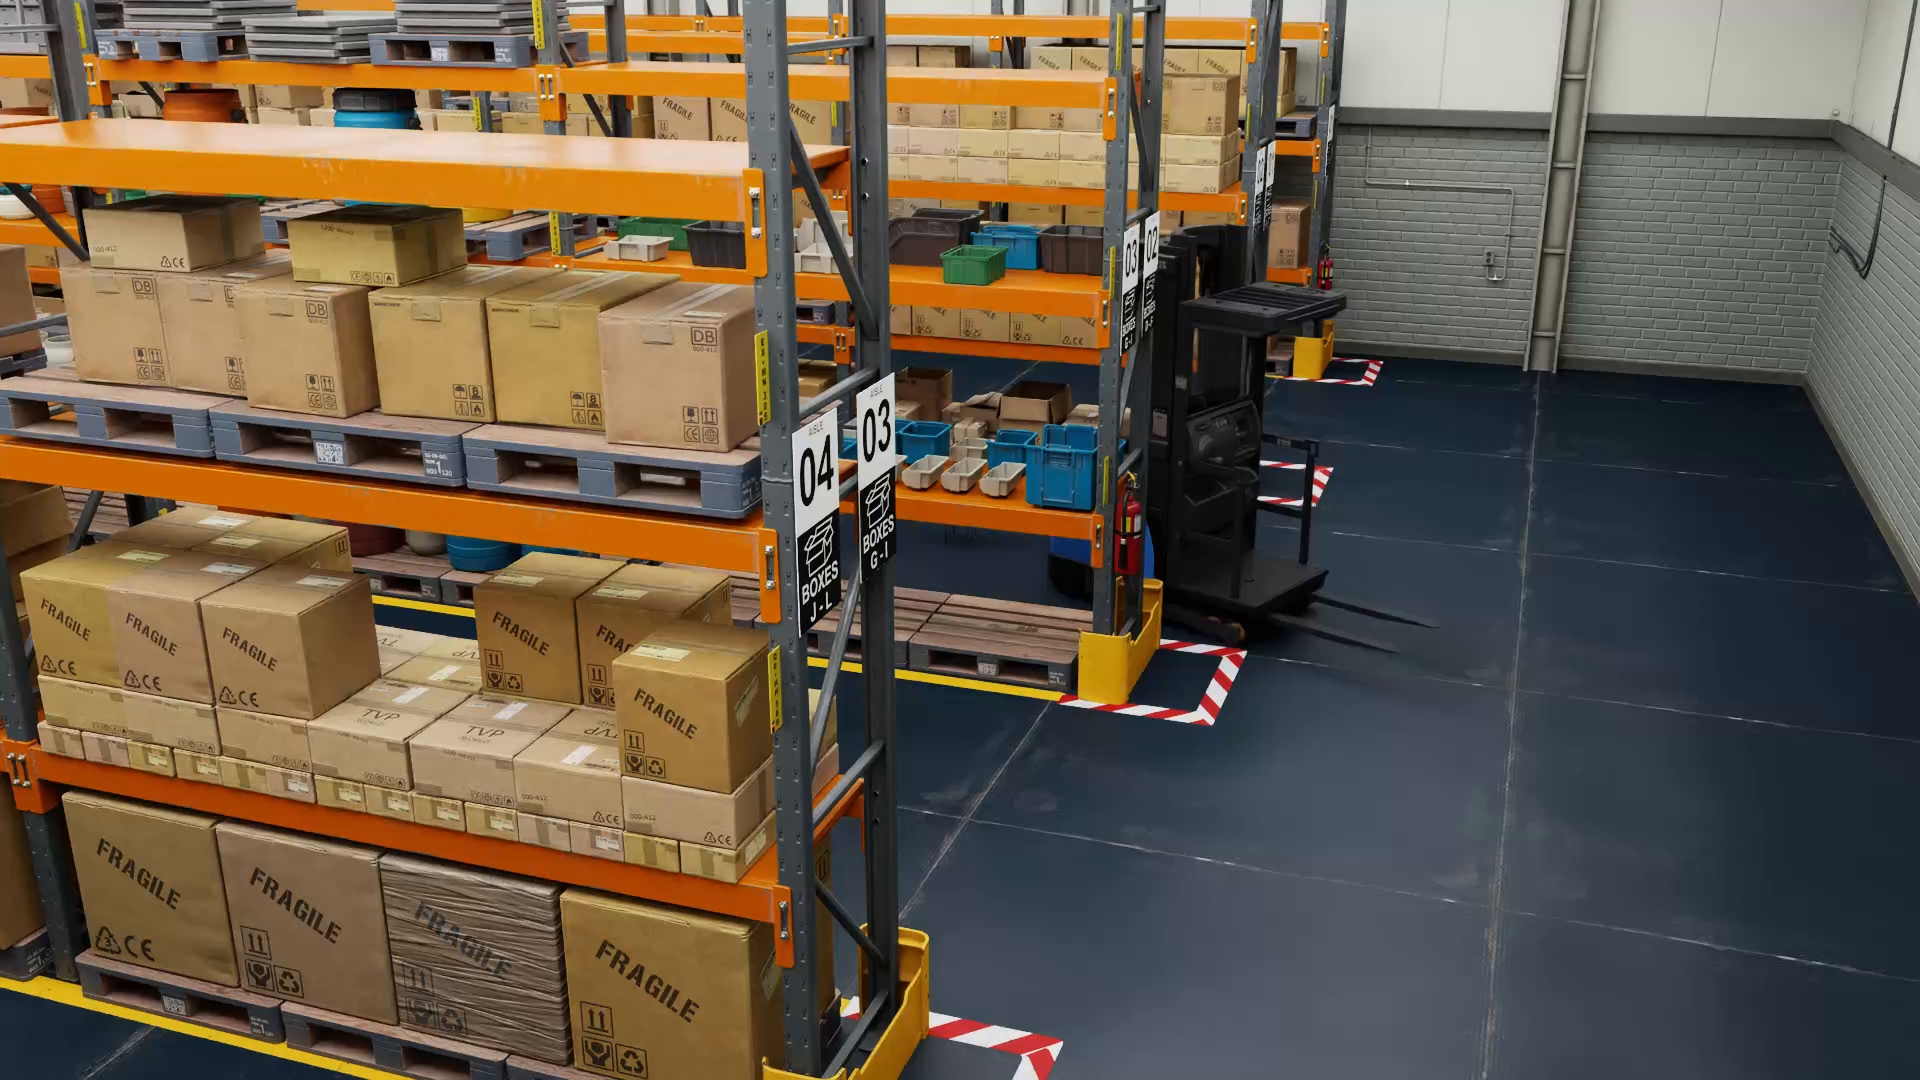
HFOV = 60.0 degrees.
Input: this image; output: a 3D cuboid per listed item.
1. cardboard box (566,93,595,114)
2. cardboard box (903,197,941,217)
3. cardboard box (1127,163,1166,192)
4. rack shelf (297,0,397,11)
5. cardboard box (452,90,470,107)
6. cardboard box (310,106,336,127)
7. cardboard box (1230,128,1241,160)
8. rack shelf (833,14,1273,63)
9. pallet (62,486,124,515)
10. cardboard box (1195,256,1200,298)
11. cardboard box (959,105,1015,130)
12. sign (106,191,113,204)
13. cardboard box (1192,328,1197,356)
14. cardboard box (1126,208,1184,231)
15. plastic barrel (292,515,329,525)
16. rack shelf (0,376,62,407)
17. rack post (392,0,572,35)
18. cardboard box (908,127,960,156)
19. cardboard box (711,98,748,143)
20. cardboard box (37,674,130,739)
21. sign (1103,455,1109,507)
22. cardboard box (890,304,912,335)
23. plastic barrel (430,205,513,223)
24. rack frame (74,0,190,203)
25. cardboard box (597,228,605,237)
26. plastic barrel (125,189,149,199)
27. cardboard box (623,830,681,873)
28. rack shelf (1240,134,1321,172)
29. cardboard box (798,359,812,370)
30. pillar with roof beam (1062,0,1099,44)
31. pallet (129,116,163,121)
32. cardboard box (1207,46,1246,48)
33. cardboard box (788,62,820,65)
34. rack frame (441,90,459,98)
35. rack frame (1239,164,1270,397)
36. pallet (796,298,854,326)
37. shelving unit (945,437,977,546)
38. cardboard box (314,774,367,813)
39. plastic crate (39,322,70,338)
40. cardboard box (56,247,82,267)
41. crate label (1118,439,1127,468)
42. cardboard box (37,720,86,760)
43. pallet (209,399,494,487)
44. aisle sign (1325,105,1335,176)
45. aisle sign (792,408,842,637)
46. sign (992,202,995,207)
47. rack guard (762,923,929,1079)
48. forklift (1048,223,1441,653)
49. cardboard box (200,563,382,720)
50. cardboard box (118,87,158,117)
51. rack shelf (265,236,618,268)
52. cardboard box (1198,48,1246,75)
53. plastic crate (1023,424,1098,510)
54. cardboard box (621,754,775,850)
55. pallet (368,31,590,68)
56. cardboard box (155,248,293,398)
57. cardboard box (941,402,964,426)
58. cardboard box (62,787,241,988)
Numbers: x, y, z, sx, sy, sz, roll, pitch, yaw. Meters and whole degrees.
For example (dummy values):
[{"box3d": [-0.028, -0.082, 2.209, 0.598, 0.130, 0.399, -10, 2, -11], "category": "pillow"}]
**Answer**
[{"box3d": [-3.915, -4.718, 17.327, 0.500, 0.500, 0.500, 7, 20, 18], "category": "cardboard box"}, {"box3d": [-0.410, -4.216, 21.479, 0.500, 0.500, 0.500, 7, 20, 19], "category": "cardboard box"}, {"box3d": [1.710, -3.399, 15.441, 0.500, 0.250, 0.500, 7, 20, 18], "category": "cardboard box"}, {"box3d": [-8.852, -7.567, 23.711, 4.000, 0.370, 1.077, 7, 20, 18], "category": "rack shelf"}, {"box3d": [-7.343, -6.464, 23.823, 0.500, 0.500, 0.500, 7, 20, 20], "category": "cardboard box"}, {"box3d": [-6.799, -4.637, 18.354, 0.500, 0.250, 0.500, 5, 20, 13], "category": "cardboard box"}, {"box3d": [2.350, -3.741, 15.661, 0.500, 0.250, 0.500, 7, 20, 18], "category": "cardboard box"}, {"box3d": [0.861, -4.730, 15.572, 4.000, 0.370, 1.077, 7, 20, 18], "category": "rack shelf"}, {"box3d": [-8.303, -0.258, 14.996, 1.213, 0.211, 1.003, 7, 20, 18], "category": "pallet"}, {"box3d": [2.239, -2.504, 15.533, 0.500, 0.500, 0.500, 6, 20, 18], "category": "cardboard box"}, {"box3d": [0.344, -4.199, 15.838, 0.500, 0.500, 0.700, 7, 20, 18], "category": "cardboard box"}, {"box3d": [-6.610, -2.542, 12.914, 0.005, 0.325, 0.100, 7, 20, 18], "category": "sign"}, {"box3d": [2.238, -2.033, 15.701, 0.500, 0.500, 0.500, 7, 20, 20], "category": "cardboard box"}, {"box3d": [2.479, -3.917, 20.801, 0.700, 0.700, 0.980, 6, 20, 15], "category": "cardboard box"}, {"box3d": [-5.405, -0.290, 13.992, 0.421, 0.512, 0.421, 0, 19, 0], "category": "plastic barrel"}, {"box3d": [-6.172, -0.668, 8.470, 4.000, 0.370, 1.077, 7, 20, 18], "category": "rack shelf"}, {"box3d": [-3.443, -3.813, 11.957, 0.954, 0.300, 0.937, 6, 20, 17], "category": "rack post"}, {"box3d": [-0.178, -3.853, 15.984, 0.500, 0.250, 0.500, 7, 20, 18], "category": "cardboard box"}, {"box3d": [-2.119, -4.306, 16.874, 0.600, 0.600, 0.600, 6, 20, 17], "category": "cardboard box"}, {"box3d": [-3.925, 0.688, 7.822, 0.500, 0.250, 0.500, 6, 20, 17], "category": "cardboard box"}, {"box3d": [0.956, -0.387, 10.881, 0.005, 0.325, 0.100, 7, 20, 18], "category": "sign"}, {"box3d": [-0.636, -2.362, 16.643, 0.500, 0.500, 0.500, 7, 20, 19], "category": "cardboard box"}, {"box3d": [-3.586, -2.654, 12.152, 0.600, 0.588, 0.600, 0, 19, 0], "category": "plastic barrel"}, {"box3d": [-6.436, -4.180, 12.896, 0.127, 3.000, 1.000, 7, 20, 18], "category": "rack frame"}, {"box3d": [-4.175, -3.099, 18.120, 0.500, 0.500, 0.700, 0, 19, 0], "category": "cardboard box"}, {"box3d": [-6.686, -2.701, 13.446, 0.294, 0.245, 0.294, 0, 19, 0], "category": "plastic barrel"}, {"box3d": [-1.195, 1.212, 6.923, 0.250, 0.149, 0.380, 7, 20, 19], "category": "cardboard box"}, {"box3d": [2.483, -4.856, 20.485, 4.000, 0.370, 1.077, 7, 20, 18], "category": "rack shelf"}, {"box3d": [-1.913, -1.664, 17.922, 0.500, 0.500, 0.500, 7, 20, 19], "category": "cardboard box"}, {"box3d": [0.126, -5.683, 17.208, 0.400, 9.000, 9.100, 7, 20, 18], "category": "pillar with roof beam"}, {"box3d": [-9.399, -4.777, 19.302, 1.213, 0.211, 1.003, 7, 20, 18], "category": "pallet"}, {"box3d": [3.265, -5.722, 20.175, 0.500, 0.500, 0.500, 6, 20, 17], "category": "cardboard box"}, {"box3d": [-2.190, -6.023, 21.921, 0.500, 0.500, 0.700, 5, 20, 15], "category": "cardboard box"}, {"box3d": [-6.963, -7.692, 22.972, 0.127, 3.000, 1.000, 7, 20, 18], "category": "rack frame"}, {"box3d": [2.750, -2.022, 15.821, 0.127, 3.000, 1.000, 7, 20, 18], "category": "rack frame"}, {"box3d": [-1.747, -2.484, 17.437, 1.213, 0.211, 1.003, 7, 20, 18], "category": "pallet"}, {"box3d": [0.008, -0.424, 14.426, 0.210, 0.900, 0.258, 7, 20, 18], "category": "shelving unit"}, {"box3d": [-2.639, 1.047, 7.397, 0.250, 0.149, 0.380, 6, 20, 16], "category": "cardboard box"}, {"box3d": [-7.862, -1.647, 14.646, 0.583, 0.464, 0.402, 7, 20, 18], "category": "plastic crate"}, {"box3d": [-10.464, -3.577, 20.129, 0.500, 0.500, 0.700, 7, 20, 20], "category": "cardboard box"}, {"box3d": [0.996, -0.561, 11.792, 0.303, 0.233, 0.416, 7, 20, 18], "category": "crate label"}, {"box3d": [-4.113, 0.879, 7.879, 0.250, 0.149, 0.380, 7, 20, 18], "category": "cardboard box"}, {"box3d": [-2.365, -0.525, 7.104, 1.213, 0.211, 1.003, 7, 20, 18], "category": "pallet"}, {"box3d": [4.342, -4.690, 19.523, 0.004, 0.787, 0.394, 7, 20, 18], "category": "aisle sign"}, {"box3d": [-0.535, -0.069, 6.268, 0.004, 0.787, 0.394, 7, 20, 18], "category": "aisle sign"}, {"box3d": [0.425, -4.335, 20.816, 0.005, 0.325, 0.100, 7, 20, 18], "category": "sign"}, {"box3d": [-0.482, 2.240, 7.390, 0.348, 0.500, 1.175, 7, 20, 18], "category": "rack guard"}, {"box3d": [2.149, -0.797, 12.410, 3.031, 2.935, 1.130, 16, 25, 38], "category": "forklift"}, {"box3d": [-2.959, 0.443, 7.385, 0.500, 0.500, 0.500, 6, 20, 16], "category": "cardboard box"}, {"box3d": [-9.485, -5.152, 19.527, 0.500, 0.311, 0.500, 5, 20, 15], "category": "cardboard box"}, {"box3d": [-4.547, -2.208, 12.888, 4.000, 0.370, 1.077, 7, 20, 18], "category": "rack shelf"}, {"box3d": [3.122, -5.560, 19.711, 0.500, 0.500, 0.500, 7, 20, 20], "category": "cardboard box"}, {"box3d": [0.744, -0.506, 11.325, 0.499, 0.435, 0.616, 7, 20, 18], "category": "plastic crate"}, {"box3d": [-1.049, 1.018, 6.875, 0.500, 0.250, 0.500, 6, 20, 17], "category": "cardboard box"}, {"box3d": [-3.449, -3.549, 11.982, 1.213, 0.211, 1.003, 7, 20, 18], "category": "pallet"}, {"box3d": [-3.017, -0.959, 7.270, 0.500, 0.500, 0.700, 8, 21, 21], "category": "cardboard box"}, {"box3d": [-0.023, -1.321, 17.471, 0.250, 0.149, 0.380, 7, 20, 18], "category": "cardboard box"}, {"box3d": [-3.686, 1.526, 8.230, 0.875, 0.875, 0.875, 7, 20, 18], "category": "cardboard box"}]
